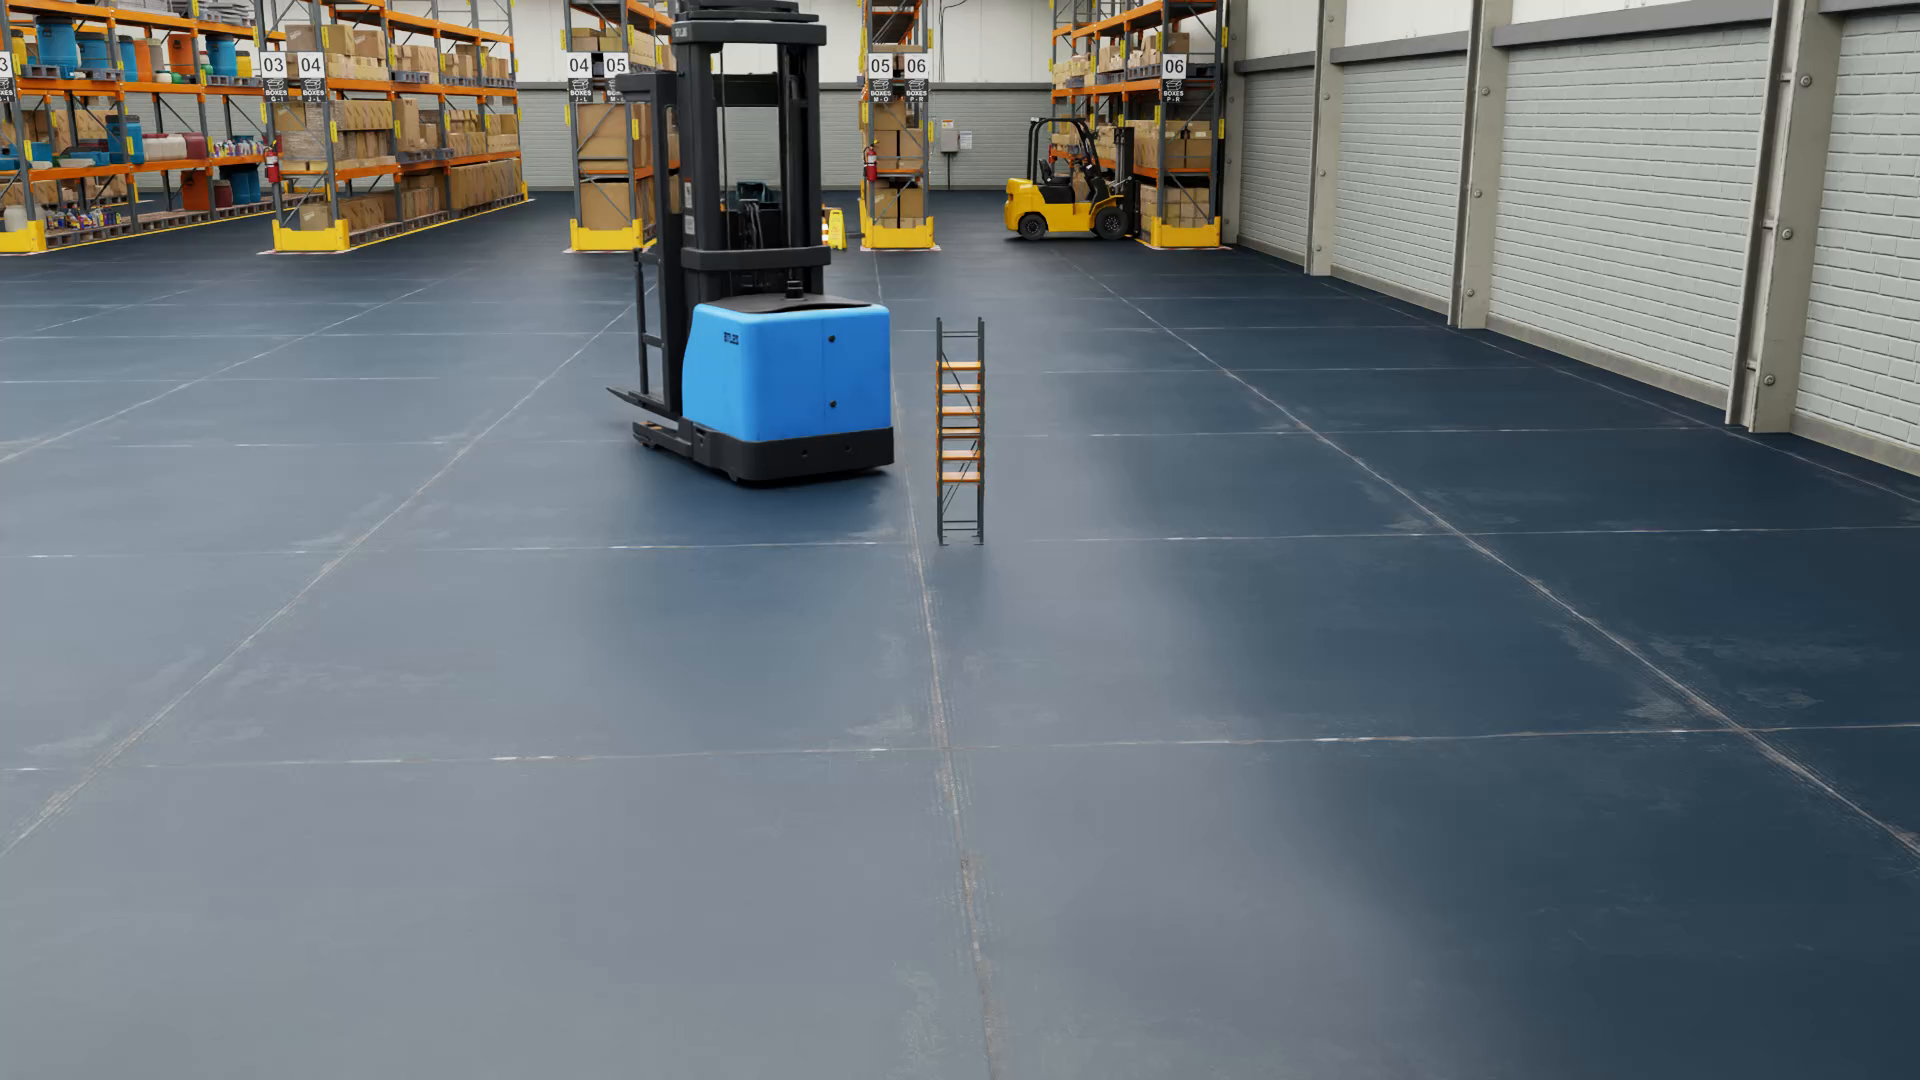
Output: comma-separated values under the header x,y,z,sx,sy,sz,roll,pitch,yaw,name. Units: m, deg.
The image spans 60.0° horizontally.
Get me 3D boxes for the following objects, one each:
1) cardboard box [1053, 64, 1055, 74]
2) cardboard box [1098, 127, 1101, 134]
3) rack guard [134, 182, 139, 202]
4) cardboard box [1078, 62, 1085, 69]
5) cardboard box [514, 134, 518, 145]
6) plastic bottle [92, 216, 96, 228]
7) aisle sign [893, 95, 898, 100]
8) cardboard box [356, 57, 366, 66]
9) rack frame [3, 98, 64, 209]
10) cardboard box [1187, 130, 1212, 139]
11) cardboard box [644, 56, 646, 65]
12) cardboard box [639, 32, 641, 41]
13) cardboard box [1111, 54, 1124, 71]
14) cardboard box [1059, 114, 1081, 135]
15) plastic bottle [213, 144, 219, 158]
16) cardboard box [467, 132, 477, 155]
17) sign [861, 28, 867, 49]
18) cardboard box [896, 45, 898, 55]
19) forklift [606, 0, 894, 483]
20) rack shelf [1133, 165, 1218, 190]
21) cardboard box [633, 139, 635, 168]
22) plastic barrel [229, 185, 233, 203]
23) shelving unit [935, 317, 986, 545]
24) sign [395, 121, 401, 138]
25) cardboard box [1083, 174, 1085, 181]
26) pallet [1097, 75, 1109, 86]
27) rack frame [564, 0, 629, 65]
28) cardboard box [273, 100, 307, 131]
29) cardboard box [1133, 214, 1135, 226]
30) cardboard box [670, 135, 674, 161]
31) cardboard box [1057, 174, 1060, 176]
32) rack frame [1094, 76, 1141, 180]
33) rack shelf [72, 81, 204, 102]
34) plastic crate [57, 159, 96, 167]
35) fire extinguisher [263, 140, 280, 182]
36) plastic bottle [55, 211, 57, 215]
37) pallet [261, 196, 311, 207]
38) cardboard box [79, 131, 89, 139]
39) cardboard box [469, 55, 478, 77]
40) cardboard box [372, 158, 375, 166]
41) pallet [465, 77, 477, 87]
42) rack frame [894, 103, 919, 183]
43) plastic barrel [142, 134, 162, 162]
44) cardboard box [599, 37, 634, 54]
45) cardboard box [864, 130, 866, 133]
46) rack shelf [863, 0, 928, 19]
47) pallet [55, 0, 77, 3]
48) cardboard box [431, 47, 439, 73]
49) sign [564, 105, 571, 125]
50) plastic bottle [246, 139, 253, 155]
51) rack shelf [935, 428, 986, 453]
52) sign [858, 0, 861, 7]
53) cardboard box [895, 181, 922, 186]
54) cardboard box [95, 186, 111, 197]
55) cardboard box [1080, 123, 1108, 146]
x,y,z,sx,sy,sz,roll,pitch,yaw,name
2.697,-12.203,43.117,0.500,0.250,0.500,-1,14,-4,cardboard box
3.159,-8.774,35.606,0.380,0.149,0.250,-1,14,-2,cardboard box
-21.808,-8.939,42.767,1.175,0.500,0.348,-1,14,-3,rack guard
2.903,-10.820,37.905,0.380,0.149,0.250,-1,14,-3,cardboard box
-11.630,-10.276,42.649,0.500,0.250,0.500,-1,14,-4,cardboard box
-15.724,-5.765,30.144,0.097,0.201,0.097,0,14,0,plastic bottle
-1.729,-11.756,43.478,0.394,0.787,0.004,-1,14,-3,aisle sign
-10.786,-8.506,29.545,0.380,0.149,0.250,0,14,-1,cardboard box
-21.564,-9.174,38.662,1.000,3.000,0.127,-1,14,-3,rack frame
4.149,-7.023,28.800,0.380,0.149,0.250,-1,14,-5,cardboard box
-5.787,-8.506,29.505,0.380,0.149,0.250,-1,14,-4,cardboard box
-5.757,-8.766,28.918,0.380,0.149,0.250,-1,14,-4,cardboard box
3.328,-9.595,33.416,0.500,0.311,0.500,-1,14,-5,cardboard box
2.773,-10.496,41.999,0.500,0.500,0.500,-1,14,-2,cardboard box
-16.052,-8.393,35.862,0.061,0.283,0.133,-1,14,-3,plastic bottle
-11.312,-9.009,37.822,0.500,0.500,0.500,-1,14,-4,cardboard box
-1.598,-8.373,27.751,0.100,0.325,0.005,-1,14,-3,sign
-0.892,-8.366,28.405,0.380,0.149,0.250,-1,14,-4,cardboard box
-1.622,-2.091,11.273,1.130,2.935,3.031,-9,17,-30,forklift
3.788,-6.721,30.573,1.077,0.370,4.000,-1,14,-3,rack shelf
-6.101,-6.694,28.722,0.875,0.550,0.550,-1,14,-3,cardboard box
-16.614,-7.795,37.451,0.421,0.512,0.421,0,14,0,plastic barrel
0.001,-0.577,8.863,0.258,1.200,0.189,-1,14,-3,shelving unit
-10.640,-7.766,31.453,0.100,0.325,0.005,-1,14,-3,sign
3.068,-8.446,38.707,0.380,0.149,0.250,0,14,-1,cardboard box
3.547,-9.756,35.282,1.213,0.211,1.003,0,14,-1,pallet
-5.977,-9.298,27.106,1.000,3.000,0.127,-1,14,-3,rack frame
-11.214,-7.151,27.997,0.500,0.500,0.500,-1,14,-3,cardboard box
3.469,-5.933,30.742,0.500,0.250,0.500,0,14,-2,cardboard box
-6.080,-7.947,33.695,0.500,0.500,0.500,-1,14,-3,cardboard box
2.878,-9.177,42.849,0.700,0.500,0.500,0,14,-1,cardboard box
3.416,-8.562,36.283,1.000,3.000,0.127,-1,14,-3,rack frame
-16.249,-8.862,32.872,1.077,0.370,4.000,-1,14,-3,rack shelf
-15.771,-6.732,29.702,0.530,0.136,0.437,-1,14,-3,plastic crate
-11.386,-6.269,27.525,0.296,0.674,0.183,-1,14,-3,fire extinguisher
-16.509,-5.862,30.357,0.061,0.283,0.133,0,14,-1,plastic bottle
-16.783,-8.386,41.194,1.003,0.211,1.213,-1,14,-3,pallet
-21.388,-9.605,40.137,0.500,0.500,0.500,-1,14,-4,cardboard box
-11.785,-11.273,39.555,0.700,0.500,0.500,-2,15,-7,cardboard box
-10.847,-6.854,30.150,0.380,0.149,0.250,-1,14,-3,cardboard box
-11.571,-10.459,38.020,0.805,0.209,1.217,-1,15,-6,pallet
-1.290,-7.489,32.115,1.000,3.000,0.127,-1,14,-3,rack frame
-16.011,-7.750,32.853,0.433,0.535,0.433,0,14,0,plastic barrel
-5.750,-8.293,27.879,0.500,0.250,0.500,-1,14,-4,cardboard box
-1.831,-9.141,36.329,0.500,0.500,0.500,-1,14,-5,cardboard box
-1.166,-9.547,29.524,1.077,0.370,4.000,-1,14,-3,rack shelf
-15.967,-9.371,28.572,1.003,0.211,1.213,-1,14,-3,pallet
-11.150,-9.960,34.492,0.500,0.500,0.500,-1,14,-2,cardboard box
-6.519,-7.064,27.661,0.100,0.325,0.005,-1,14,-3,sign
-16.225,-8.956,37.915,0.144,0.351,0.185,-1,14,-3,plastic bottle
0.001,-0.534,8.874,0.258,0.103,0.180,-1,14,-3,rack shelf
-2.588,-13.901,42.803,0.100,0.325,0.005,-1,14,-3,sign
-0.986,-6.581,31.756,0.500,0.500,0.500,-1,14,-4,cardboard box
-21.504,-8.682,41.386,0.500,0.250,0.500,-1,14,-3,cardboard box
3.130,-9.218,37.784,0.797,0.503,0.637,-1,14,-5,cardboard box
